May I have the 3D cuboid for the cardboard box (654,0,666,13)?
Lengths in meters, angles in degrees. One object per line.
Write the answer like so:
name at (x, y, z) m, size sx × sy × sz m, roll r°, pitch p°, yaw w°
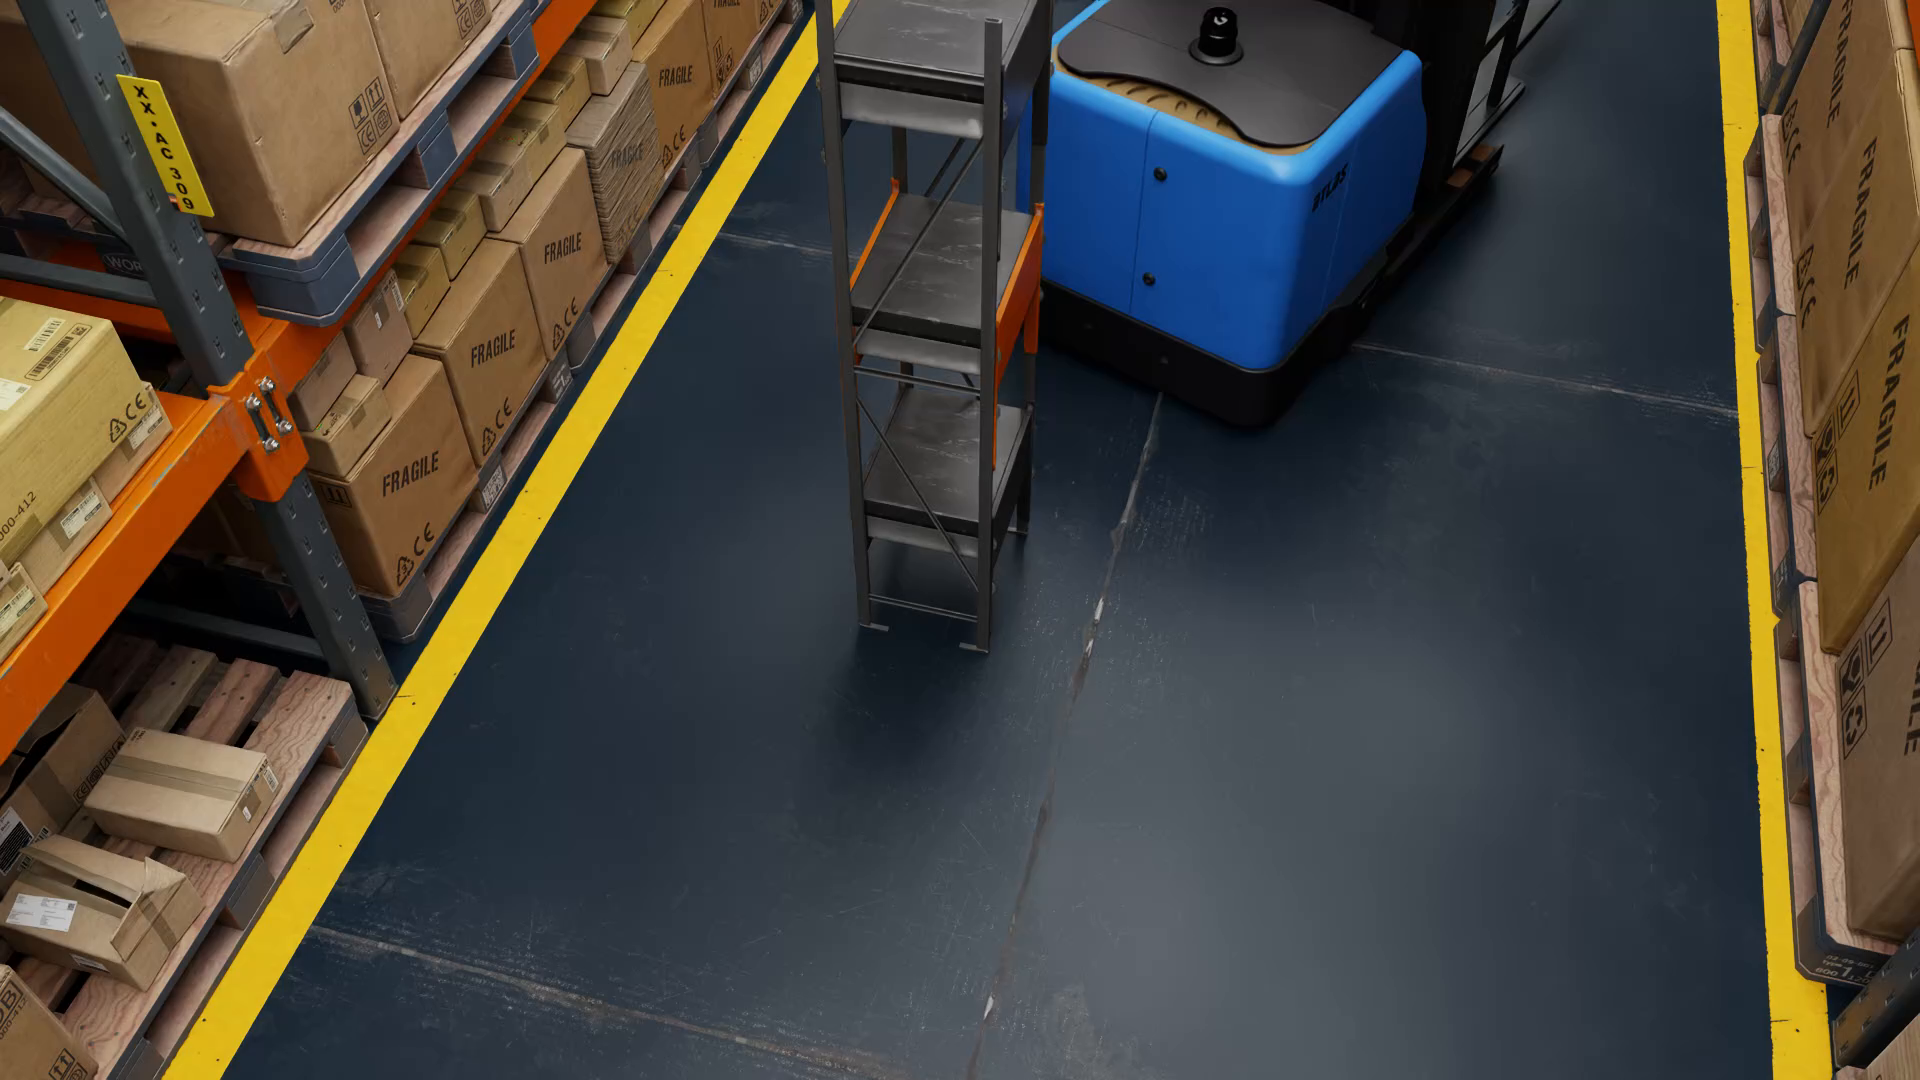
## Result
cardboard box at (-1.238, -2.056, 6.018) m, size 0.380 × 0.149 × 0.250 m, roll 13°, pitch 50°, yaw 11°

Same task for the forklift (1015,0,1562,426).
forklift at (1.436, -2.417, 5.428) m, size 1.130 × 2.935 × 3.031 m, roll 28°, pitch 54°, yaw 23°

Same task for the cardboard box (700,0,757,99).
cardboard box at (-1.131, -2.107, 6.496) m, size 0.500 × 0.500 × 0.500 m, roll 11°, pitch 49°, yaw 9°

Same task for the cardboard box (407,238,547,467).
cardboard box at (-1.663, -0.615, 5.179) m, size 0.500 × 0.500 × 0.500 m, roll 11°, pitch 49°, yaw 10°

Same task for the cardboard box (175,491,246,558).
cardboard box at (-2.294, -0.336, 4.933) m, size 0.500 × 0.500 × 0.500 m, roll 11°, pitch 50°, yaw 10°

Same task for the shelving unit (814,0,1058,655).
shelving unit at (-0.044, -0.575, 4.357) m, size 0.431 × 2.100 × 0.503 m, roll 12°, pitch 50°, yaw 10°

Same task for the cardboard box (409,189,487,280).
cardboard box at (-1.673, -0.948, 5.041) m, size 0.380 × 0.149 × 0.250 m, roll 11°, pitch 49°, yaw 9°

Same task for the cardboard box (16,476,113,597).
cardboard box at (-2.025, -0.054, 3.465) m, size 0.380 × 0.149 × 0.250 m, roll 13°, pitch 50°, yaw 11°

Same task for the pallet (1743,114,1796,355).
pallet at (3.425, -1.049, 6.035) m, size 1.003 × 0.211 × 1.213 m, roll 12°, pitch 50°, yaw 10°

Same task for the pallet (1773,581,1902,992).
pallet at (2.782, 0.716, 4.477) m, size 1.003 × 0.211 × 1.213 m, roll 12°, pitch 50°, yaw 10°

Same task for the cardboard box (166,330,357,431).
cardboard box at (-1.845, -0.454, 4.406) m, size 0.380 × 0.149 × 0.250 m, roll 11°, pitch 49°, yaw 9°

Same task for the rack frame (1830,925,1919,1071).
rack frame at (2.652, 0.366, 2.926) m, size 1.000 × 3.000 × 0.127 m, roll 12°, pitch 50°, yaw 10°

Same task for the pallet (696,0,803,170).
pallet at (-1.318, -2.048, 6.917) m, size 1.003 × 0.211 × 1.213 m, roll 12°, pitch 50°, yaw 10°

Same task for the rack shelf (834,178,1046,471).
rack shelf at (-0.044, -0.566, 4.367) m, size 0.431 × 0.518 × 0.480 m, roll 12°, pitch 50°, yaw 10°

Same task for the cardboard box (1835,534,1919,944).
cardboard box at (2.738, 0.466, 3.975) m, size 0.875 × 0.875 × 0.875 m, roll 13°, pitch 50°, yaw 11°

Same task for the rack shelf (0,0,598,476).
rack shelf at (-1.611, -1.819, 5.335) m, size 1.077 × 0.370 × 4.000 m, roll 12°, pitch 50°, yaw 10°

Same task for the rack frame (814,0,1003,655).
rack frame at (-0.108, -0.399, 4.201) m, size 0.400 × 2.100 × 0.015 m, roll 12°, pitch 50°, yaw 10°

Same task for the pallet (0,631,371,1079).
pallet at (-2.319, 0.809, 4.395) m, size 1.003 × 0.211 × 1.213 m, roll 12°, pitch 50°, yaw 10°

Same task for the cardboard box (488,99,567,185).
cardboard box at (-1.503, -1.301, 5.352) m, size 0.380 × 0.149 × 0.250 m, roll 13°, pitch 50°, yaw 11°

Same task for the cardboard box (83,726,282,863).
cardboard box at (-2.001, 0.655, 4.293) m, size 0.380 × 0.149 × 0.250 m, roll 10°, pitch 49°, yaw 9°

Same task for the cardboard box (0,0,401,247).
cardboard box at (-1.794, -1.088, 3.863) m, size 0.700 × 0.500 × 0.500 m, roll 13°, pitch 50°, yaw 11°

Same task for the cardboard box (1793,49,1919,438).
cardboard box at (3.204, -0.835, 5.124) m, size 0.875 × 0.875 × 0.875 m, roll 12°, pitch 50°, yaw 10°

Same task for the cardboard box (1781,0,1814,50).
cardboard box at (3.863, -2.203, 6.666) m, size 0.950 × 0.372 × 0.625 m, roll 9°, pitch 49°, yaw 7°

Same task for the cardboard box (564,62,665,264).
cardboard box at (-1.384, -1.349, 5.827) m, size 0.500 × 0.500 × 0.500 m, roll 10°, pitch 49°, yaw 9°

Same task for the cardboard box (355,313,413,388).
cardboard box at (-1.788, -0.560, 4.698) m, size 0.380 × 0.149 × 0.250 m, roll 10°, pitch 49°, yaw 9°

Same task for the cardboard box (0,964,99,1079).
cardboard box at (-2.402, 1.186, 3.590) m, size 0.700 × 0.500 × 0.500 m, roll 10°, pitch 49°, yaw 9°

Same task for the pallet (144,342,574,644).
pallet at (-1.960, -0.284, 5.360) m, size 1.003 × 0.211 × 1.213 m, roll 12°, pitch 50°, yaw 10°

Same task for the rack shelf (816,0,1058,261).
rack shelf at (-0.044, -1.029, 3.842) m, size 0.431 × 0.518 × 0.480 m, roll 12°, pitch 50°, yaw 10°

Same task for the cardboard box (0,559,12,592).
cardboard box at (-2.154, 0.122, 3.043) m, size 0.500 × 0.250 × 0.500 m, roll 12°, pitch 50°, yaw 10°

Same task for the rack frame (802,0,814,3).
rack frame at (-1.085, -3.504, 6.342) m, size 1.000 × 3.000 × 0.127 m, roll 12°, pitch 50°, yaw 10°

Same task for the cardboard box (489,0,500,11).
cardboard box at (-1.402, -1.634, 4.501) m, size 0.396 × 0.266 × 0.258 m, roll 14°, pitch 50°, yaw 12°

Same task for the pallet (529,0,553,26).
pallet at (-1.592, -2.033, 5.171) m, size 1.003 × 0.211 × 1.213 m, roll 12°, pitch 50°, yaw 10°

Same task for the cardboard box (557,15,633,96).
cardboard box at (-1.347, -1.669, 5.677) m, size 0.380 × 0.149 × 0.250 m, roll 9°, pitch 49°, yaw 8°
